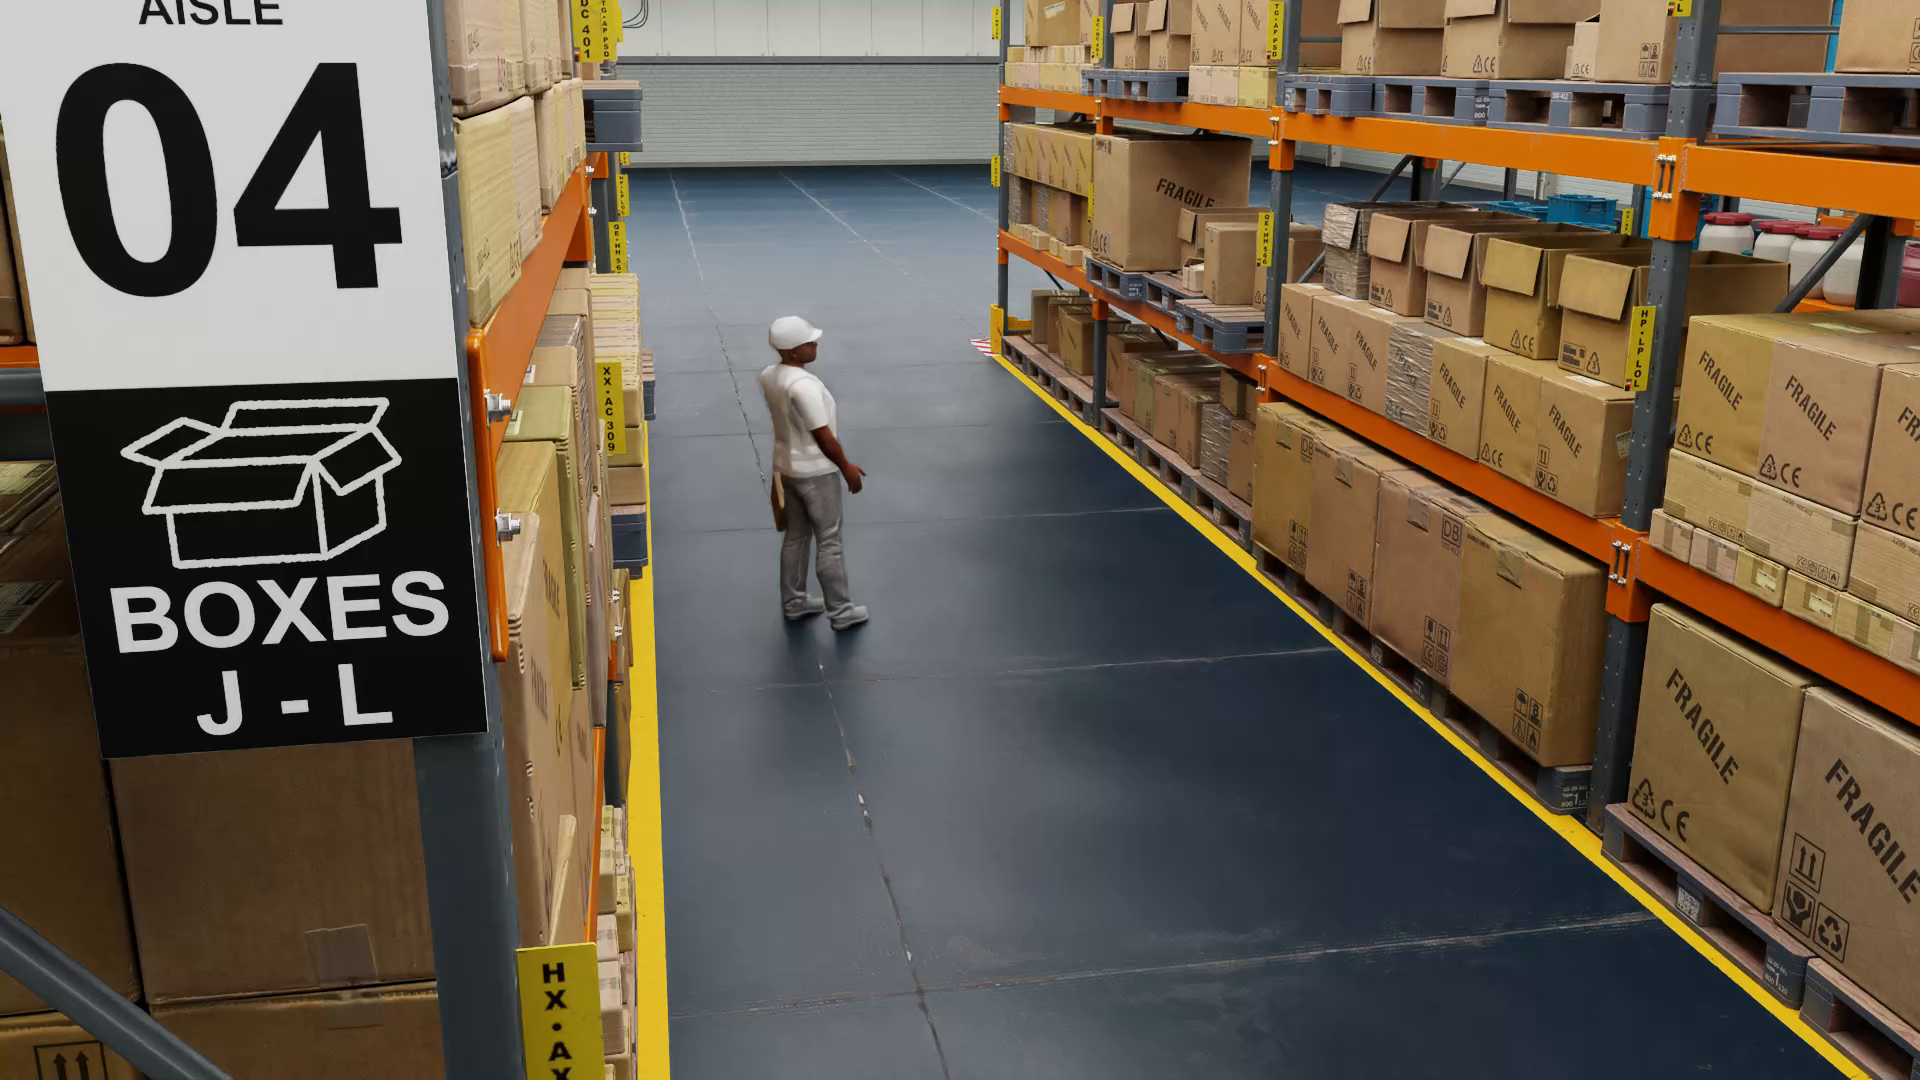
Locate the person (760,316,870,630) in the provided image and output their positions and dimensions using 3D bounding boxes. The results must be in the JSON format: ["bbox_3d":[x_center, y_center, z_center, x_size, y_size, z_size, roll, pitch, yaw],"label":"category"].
[{"bbox_3d":[-0.800,-0.387,9.306,0.521,1.769,0.563,-9,19,-29],"label":"person"}]
